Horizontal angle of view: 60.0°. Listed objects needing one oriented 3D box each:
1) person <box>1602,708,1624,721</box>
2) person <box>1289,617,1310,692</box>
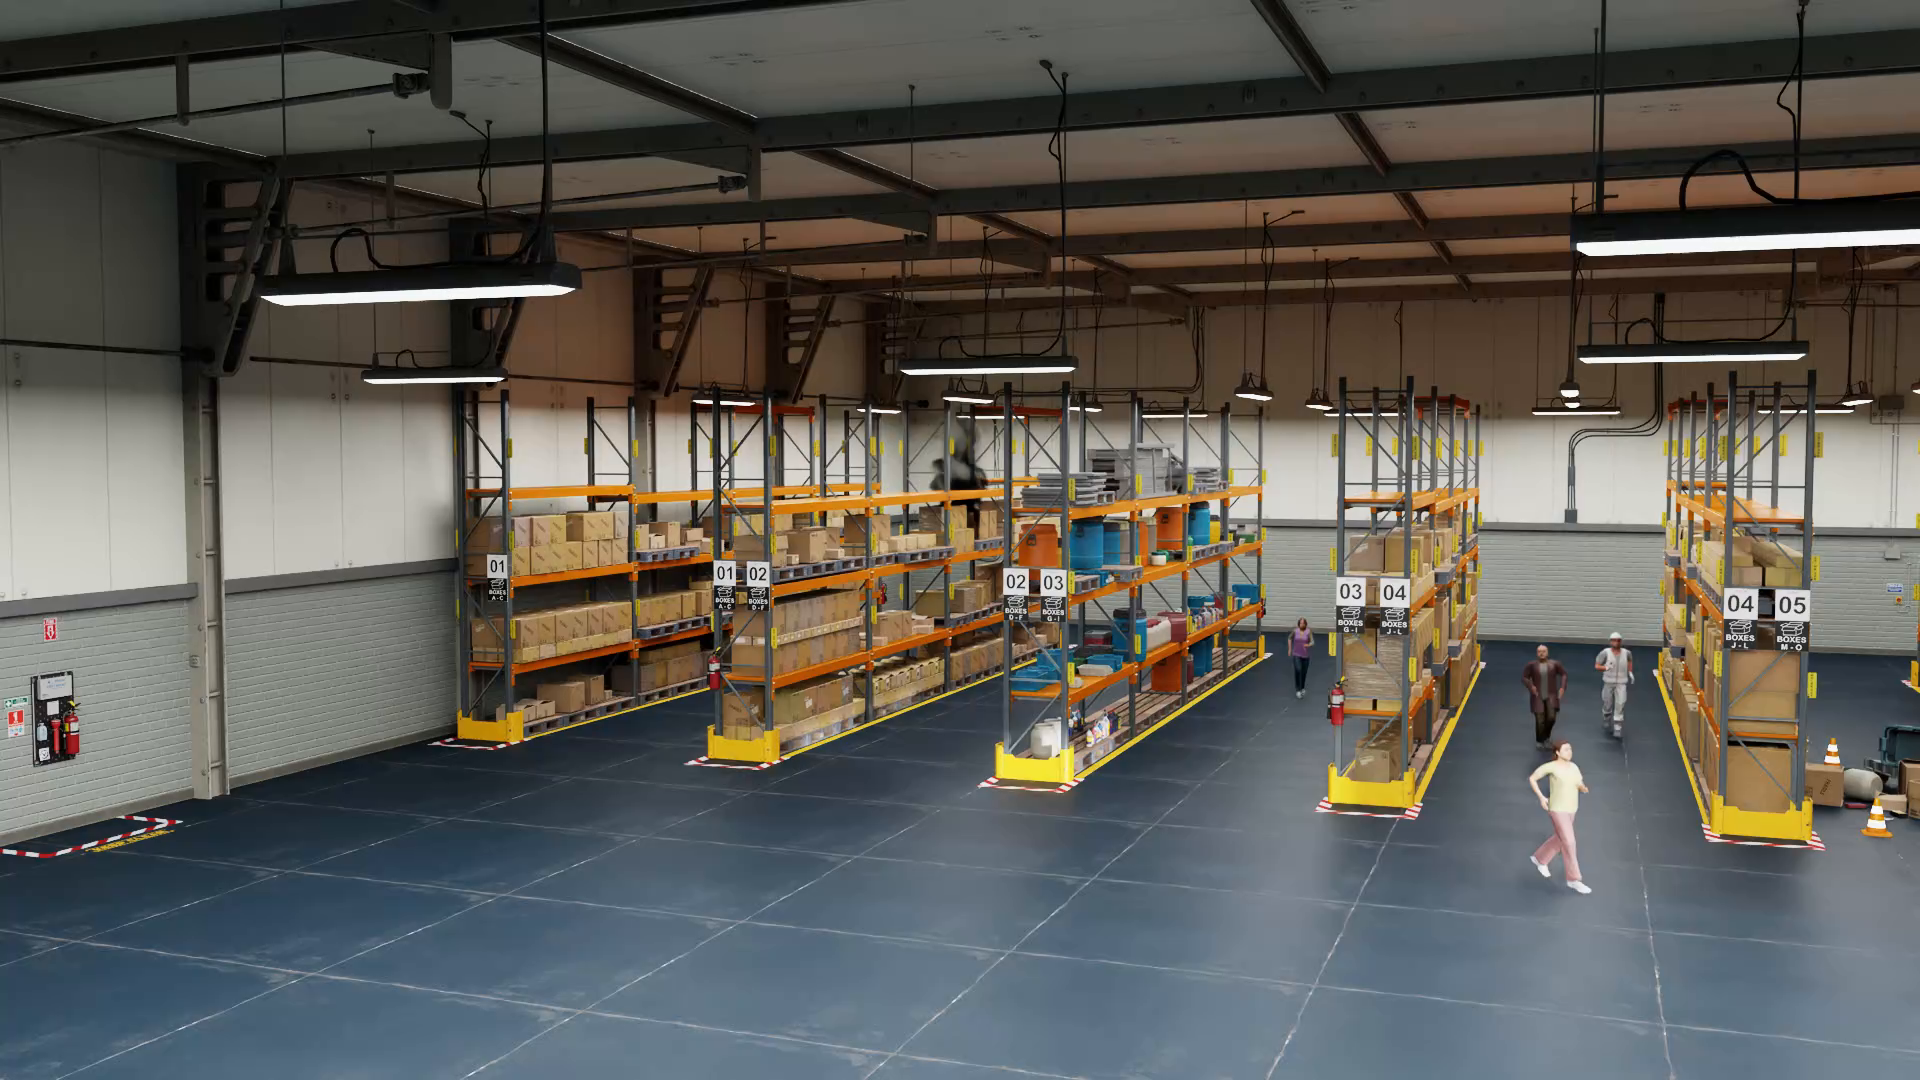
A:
[{"bbox_3d":[11.354,2.995,28.913,0.291,0.239,0.586,1,3,13],"label":"person"},{"bbox_3d":[6.806,2.285,33.350,0.410,1.478,0.782,0,3,6],"label":"person"}]
